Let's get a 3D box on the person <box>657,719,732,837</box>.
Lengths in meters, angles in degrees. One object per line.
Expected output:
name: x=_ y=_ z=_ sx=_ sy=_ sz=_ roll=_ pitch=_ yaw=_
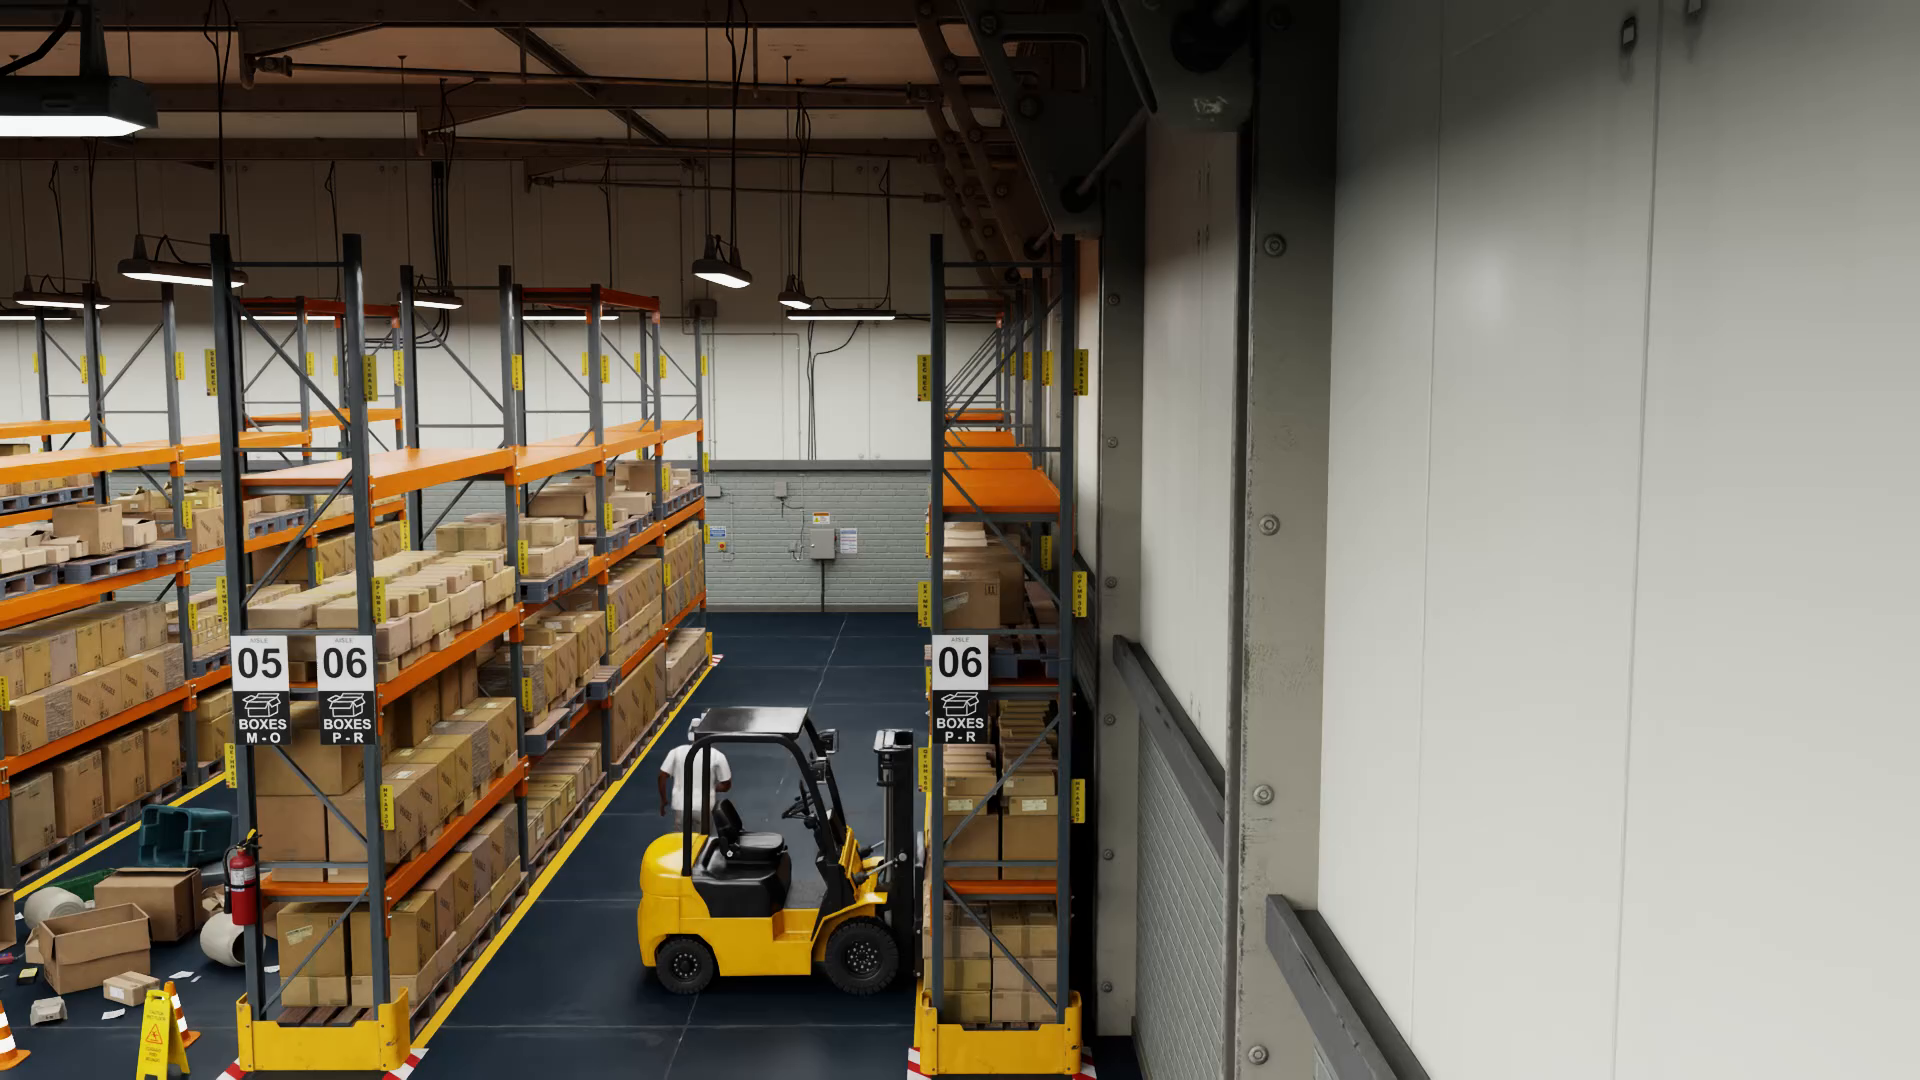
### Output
person: x=-2.558 y=2.576 z=16.070 sx=0.701 sy=1.664 sz=0.758 roll=0 pitch=6 yaw=0
